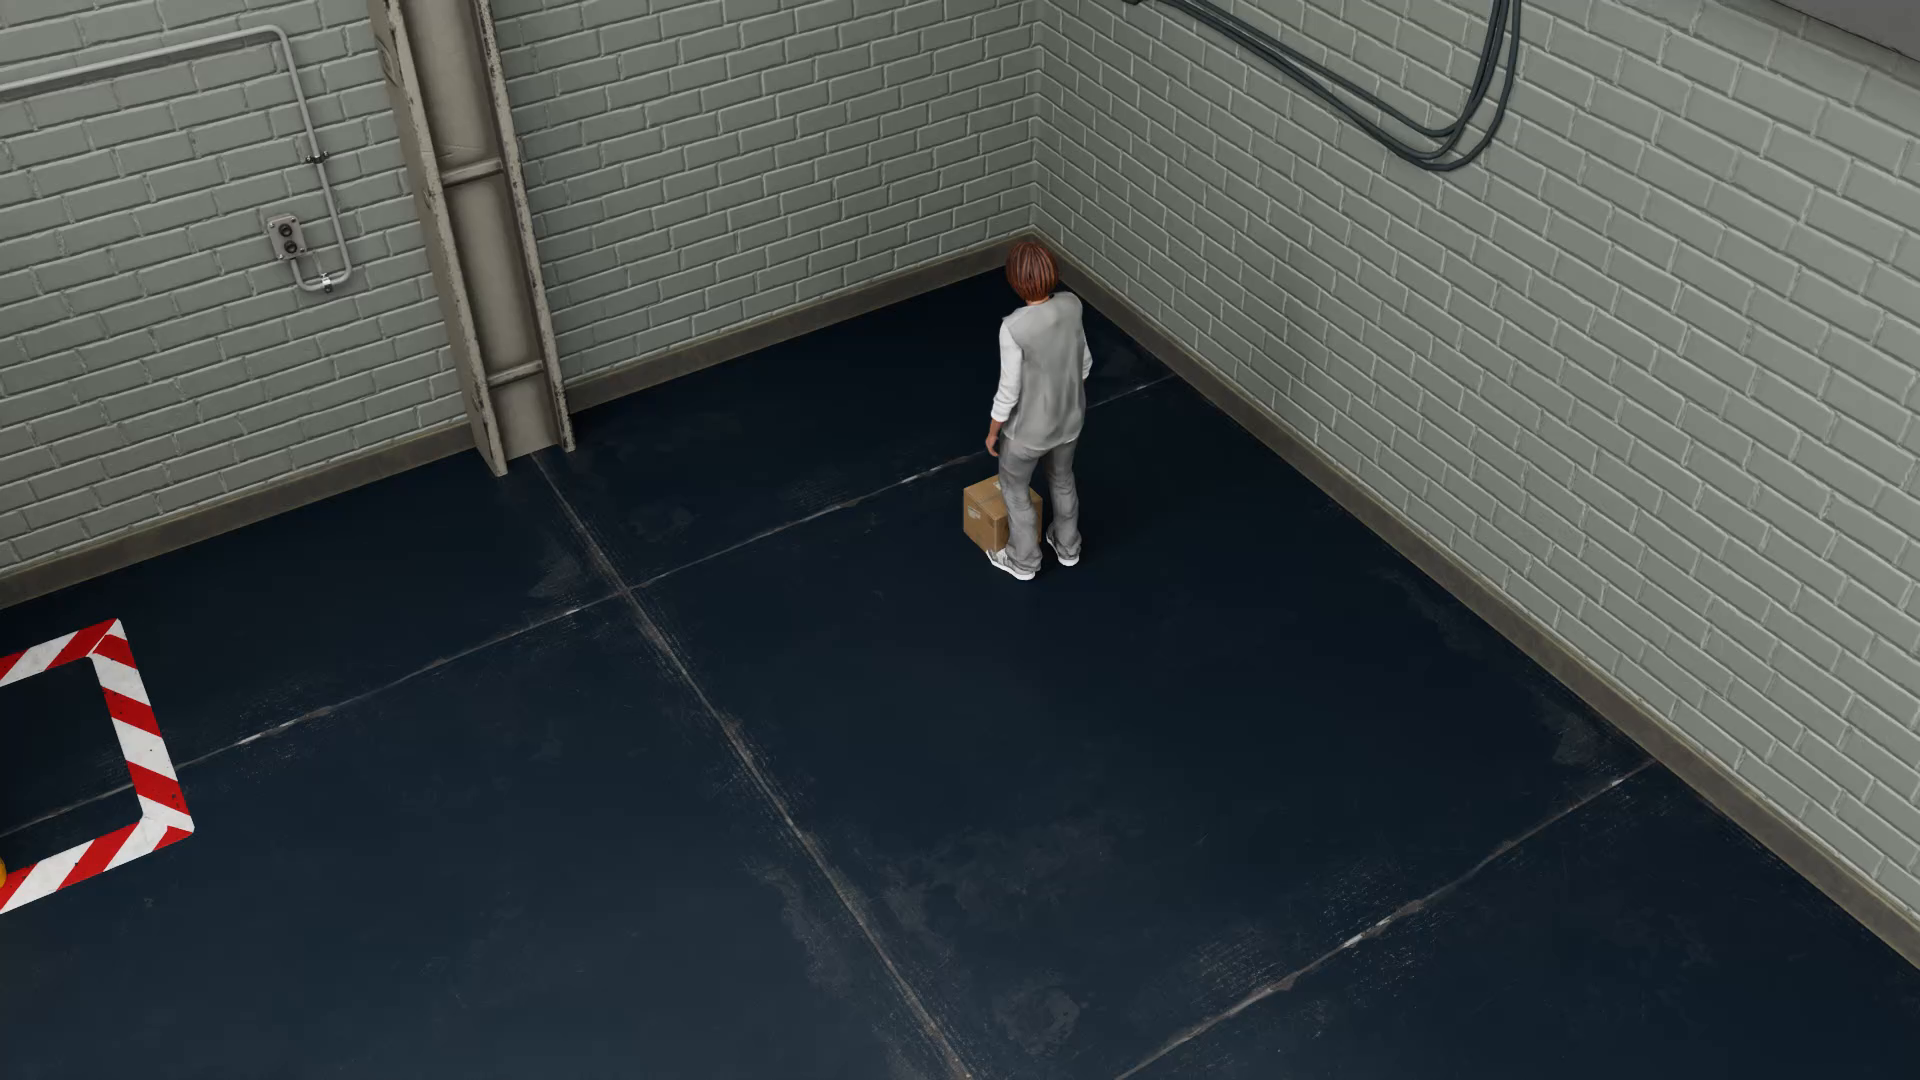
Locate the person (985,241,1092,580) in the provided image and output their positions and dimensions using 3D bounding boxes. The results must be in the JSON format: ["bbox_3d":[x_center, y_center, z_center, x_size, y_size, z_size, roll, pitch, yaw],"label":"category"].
[{"bbox_3d":[0.313,-0.488,6.720,0.484,1.594,0.370,-25,47,-26],"label":"person"}]
